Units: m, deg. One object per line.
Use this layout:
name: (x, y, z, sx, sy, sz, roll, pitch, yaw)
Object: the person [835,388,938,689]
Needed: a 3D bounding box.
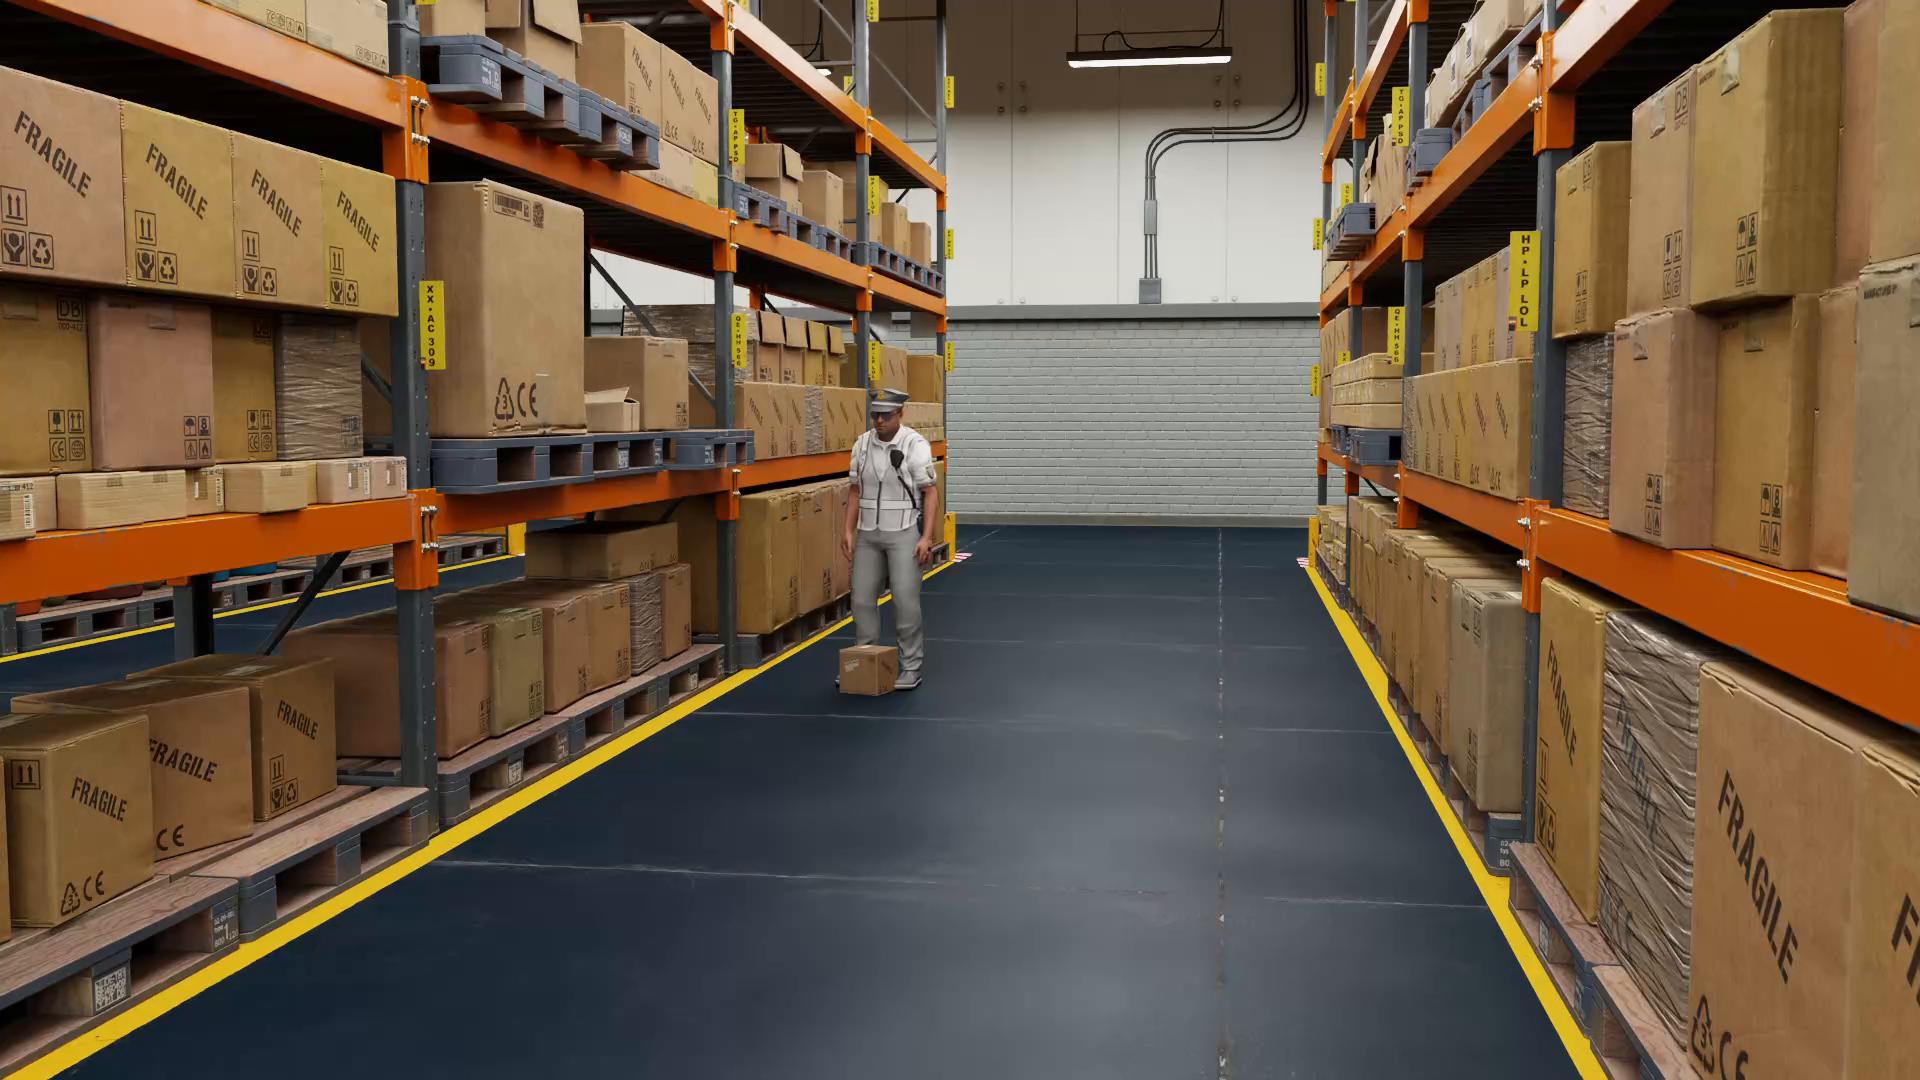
person: (-0.411, -0.016, 9.801, 0.589, 1.747, 0.434, 2, 5, 24)
